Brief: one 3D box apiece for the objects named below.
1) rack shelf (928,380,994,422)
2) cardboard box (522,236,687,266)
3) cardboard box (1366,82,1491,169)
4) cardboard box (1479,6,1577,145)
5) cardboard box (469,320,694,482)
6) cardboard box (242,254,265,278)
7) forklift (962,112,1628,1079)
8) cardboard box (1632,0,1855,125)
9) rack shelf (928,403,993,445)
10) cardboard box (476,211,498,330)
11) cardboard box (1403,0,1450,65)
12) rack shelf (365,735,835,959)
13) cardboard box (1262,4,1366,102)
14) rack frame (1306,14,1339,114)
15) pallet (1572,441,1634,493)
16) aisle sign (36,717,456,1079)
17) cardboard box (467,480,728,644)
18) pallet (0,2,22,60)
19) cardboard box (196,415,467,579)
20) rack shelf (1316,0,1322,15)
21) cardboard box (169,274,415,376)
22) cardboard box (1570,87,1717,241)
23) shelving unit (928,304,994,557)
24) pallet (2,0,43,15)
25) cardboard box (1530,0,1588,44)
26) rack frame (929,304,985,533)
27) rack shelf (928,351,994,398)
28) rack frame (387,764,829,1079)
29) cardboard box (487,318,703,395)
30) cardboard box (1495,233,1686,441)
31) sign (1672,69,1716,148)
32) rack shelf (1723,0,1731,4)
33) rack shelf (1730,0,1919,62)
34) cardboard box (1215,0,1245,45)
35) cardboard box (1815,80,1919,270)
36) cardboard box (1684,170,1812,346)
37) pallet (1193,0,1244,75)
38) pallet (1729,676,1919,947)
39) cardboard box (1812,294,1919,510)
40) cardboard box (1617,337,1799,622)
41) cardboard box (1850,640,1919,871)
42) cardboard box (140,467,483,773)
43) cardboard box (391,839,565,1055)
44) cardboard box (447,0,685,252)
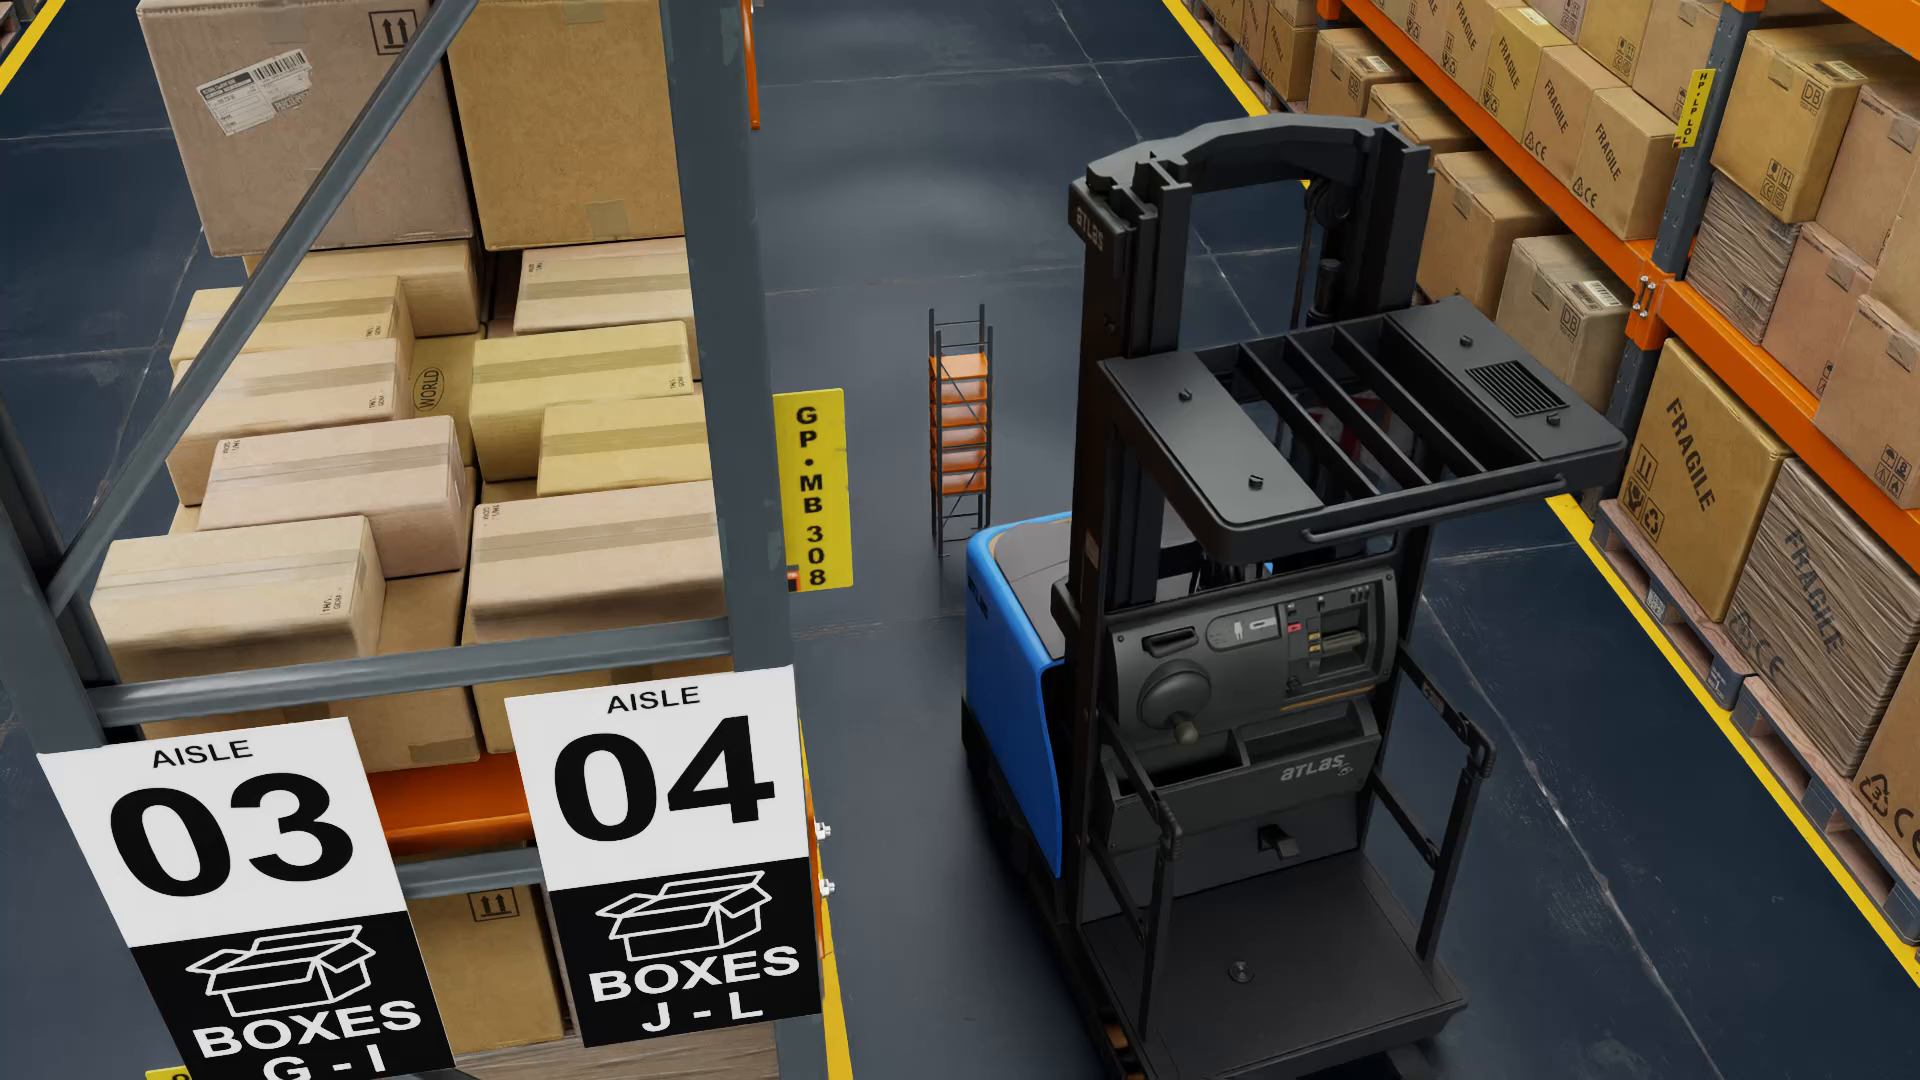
[{"bbox_3d":[0.003,-0.620,7.251,0.258,0.103,0.180,-6,38,-8],"label":"rack shelf"},{"bbox_3d":[-0.686,-0.572,3.393,0.380,0.149,0.250,-6,38,-8],"label":"cardboard box"},{"bbox_3d":[2.940,-2.149,9.562,1.050,0.750,0.750,-6,38,-7],"label":"cardboard box"},{"bbox_3d":[2.934,-2.297,8.180,0.500,0.500,0.500,-6,38,-7],"label":"cardboard box"},{"bbox_3d":[-0.670,-0.252,2.982,0.380,0.149,0.250,-7,38,-9],"label":"cardboard box"},{"bbox_3d":[-1.310,-0.675,3.527,0.380,0.149,0.250,-8,39,-10],"label":"cardboard box"},{"bbox_3d":[0.961,0.420,4.820,1.130,2.935,3.031,-12,39,-15],"label":"forklift"},{"bbox_3d":[3.373,-2.094,7.104,0.700,0.500,0.500,-7,38,-9],"label":"cardboard box"},{"bbox_3d":[0.003,-0.525,7.324,0.258,0.103,0.180,-6,38,-8],"label":"rack shelf"},{"bbox_3d":[-1.240,-0.473,3.591,0.500,0.250,0.500,-5,38,-7],"label":"cardboard box"},{"bbox_3d":[2.758,-2.904,8.962,0.500,0.500,0.500,-6,38,-8],"label":"cardboard box"},{"bbox_3d":[-1.084,-0.580,4.193,1.077,0.370,4.000,-6,38,-8],"label":"rack shelf"},{"bbox_3d":[2.392,-3.324,11.279,0.500,0.500,0.500,-6,38,-8],"label":"cardboard box"},{"bbox_3d":[2.765,-3.776,10.166,1.000,3.000,0.127,-6,38,-8],"label":"rack frame"},{"bbox_3d":[3.257,-0.717,8.501,1.003,0.211,1.213,-6,38,-8],"label":"pallet"},{"bbox_3d":[-1.018,0.571,2.451,0.394,0.787,0.004,-6,38,-8],"label":"aisle sign"},{"bbox_3d":[-0.554,0.054,2.588,0.380,0.149,0.250,-6,38,-8],"label":"cardboard box"},{"bbox_3d":[-7.619,-3.615,12.232,1.003,0.211,1.213,-6,38,-8],"label":"pallet"},{"bbox_3d":[-1.019,-0.059,2.733,0.380,0.149,0.250,-7,38,-9],"label":"cardboard box"},{"bbox_3d":[2.414,-4.700,11.942,1.077,0.370,4.000,-6,38,-8],"label":"rack shelf"},{"bbox_3d":[-1.243,-0.361,3.122,0.380,0.149,0.250,-6,38,-8],"label":"cardboard box"},{"bbox_3d":[3.112,-1.686,7.394,0.500,0.500,0.500,-6,38,-8],"label":"cardboard box"},{"bbox_3d":[0.003,-0.465,7.371,0.258,1.200,0.189,-6,38,-8],"label":"shelving unit"},{"bbox_3d":[-7.880,-4.526,13.404,1.003,0.211,1.213,-6,38,-8],"label":"pallet"},{"bbox_3d":[3.193,-2.710,7.896,0.700,0.500,0.500,-6,38,-8],"label":"cardboard box"},{"bbox_3d":[-0.013,-0.520,7.442,0.240,1.200,0.006,-6,38,-8],"label":"rack frame"},{"bbox_3d":[0.003,-0.714,7.177,0.258,0.103,0.180,-6,38,-8],"label":"rack shelf"},{"bbox_3d":[-0.733,1.528,3.338,1.000,3.000,0.127,-6,38,-8],"label":"rack frame"},{"bbox_3d":[-0.660,-0.227,3.274,0.500,0.250,0.500,-7,38,-9],"label":"cardboard box"},{"bbox_3d":[3.269,-1.003,8.088,1.050,0.750,0.750,-6,38,-8],"label":"cardboard box"},{"bbox_3d":[2.934,-1.722,6.642,0.100,0.325,0.005,-6,38,-8],"label":"sign"},{"bbox_3d":[3.116,-3.469,7.911,1.077,0.370,4.000,-6,38,-8],"label":"rack shelf"},{"bbox_3d":[3.817,-1.053,4.802,1.077,0.370,4.000,-6,38,-8],"label":"rack shelf"},{"bbox_3d":[2.196,-3.956,12.092,0.500,0.500,0.500,-8,39,-10],"label":"cardboard box"},{"bbox_3d":[3.708,-1.300,5.976,0.875,0.550,0.550,-6,38,-8],"label":"cardboard box"},{"bbox_3d":[3.543,-1.198,6.725,0.875,0.550,0.550,-6,38,-8],"label":"cardboard box"},{"bbox_3d":[2.419,-3.883,12.576,1.003,0.211,1.213,-6,38,-8],"label":"pallet"},{"bbox_3d":[3.740,0.947,6.359,1.003,0.211,1.213,-6,38,-8],"label":"pallet"},{"bbox_3d":[3.640,-0.529,5.864,0.875,0.550,0.550,-6,38,-8],"label":"cardboard box"},{"bbox_3d":[3.508,-0.300,7.080,0.875,0.875,0.875,-6,38,-7],"label":"cardboard box"},{"bbox_3d":[3.827,0.795,5.671,0.875,0.875,0.875,-7,38,-9],"label":"cardboard box"},{"bbox_3d":[-1.068,0.139,2.804,0.500,0.250,0.500,-5,38,-7],"label":"cardboard box"},{"bbox_3d":[-1.073,0.671,3.303,0.500,0.500,0.500,-6,38,-8],"label":"cardboard box"},{"bbox_3d":[-0.728,-0.937,3.334,0.500,0.500,0.500,-6,38,-8],"label":"cardboard box"}]
